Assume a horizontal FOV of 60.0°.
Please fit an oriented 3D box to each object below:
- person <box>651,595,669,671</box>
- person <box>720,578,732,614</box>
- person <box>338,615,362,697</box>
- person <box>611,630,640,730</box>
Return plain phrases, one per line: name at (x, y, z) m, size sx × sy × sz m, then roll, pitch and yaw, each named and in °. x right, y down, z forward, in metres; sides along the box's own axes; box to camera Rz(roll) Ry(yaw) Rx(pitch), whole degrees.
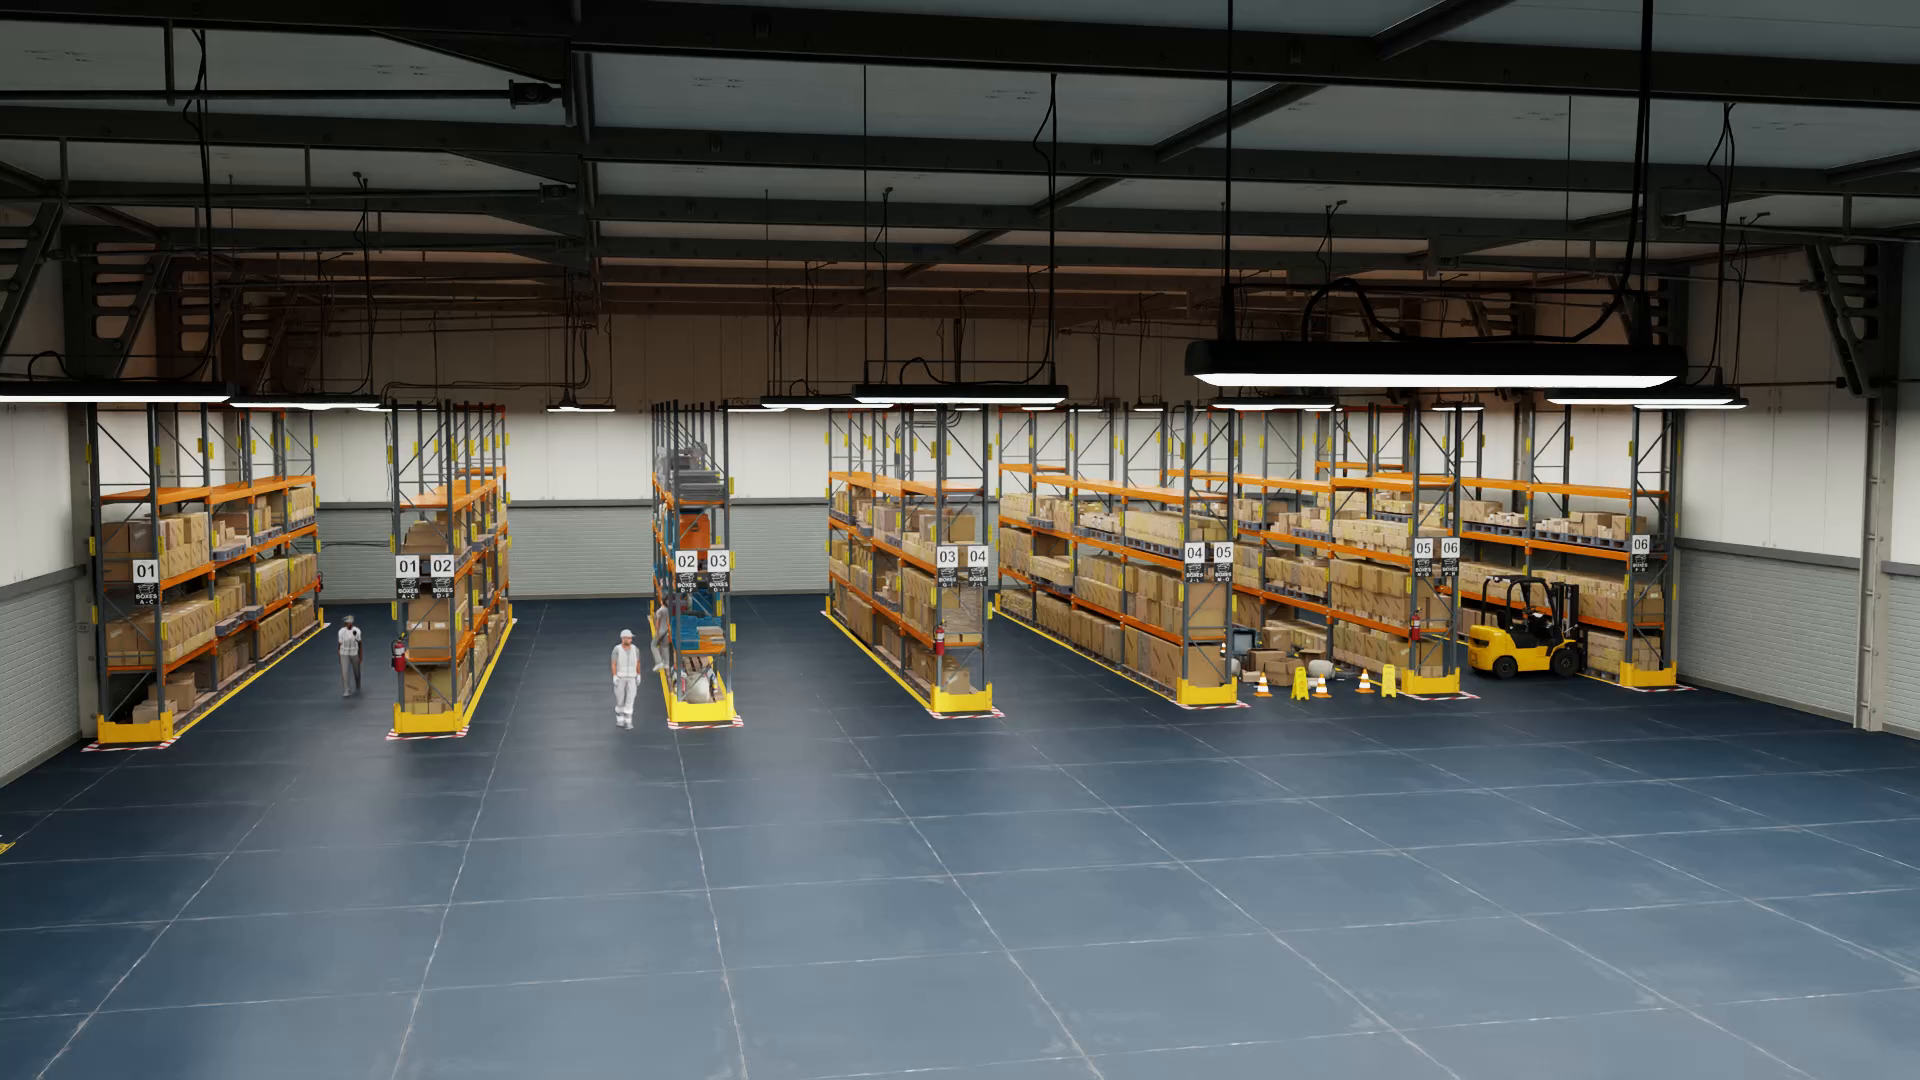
person at (-6.472, 2.033, 36.289) m, size 0.481 × 1.652 × 0.449 m, roll -3°, pitch 5°, yaw -37°
person at (-6.876, 1.273, 47.727) m, size 0.553 × 1.661 × 1.126 m, roll -4°, pitch 6°, yaw -40°
person at (-12.449, 2.331, 33.971) m, size 0.449 × 1.633 × 0.863 m, roll -1°, pitch 4°, yaw -14°
person at (-6.087, 2.540, 30.414) m, size 0.554 × 1.788 × 0.619 m, roll -2°, pitch 5°, yaw -26°
